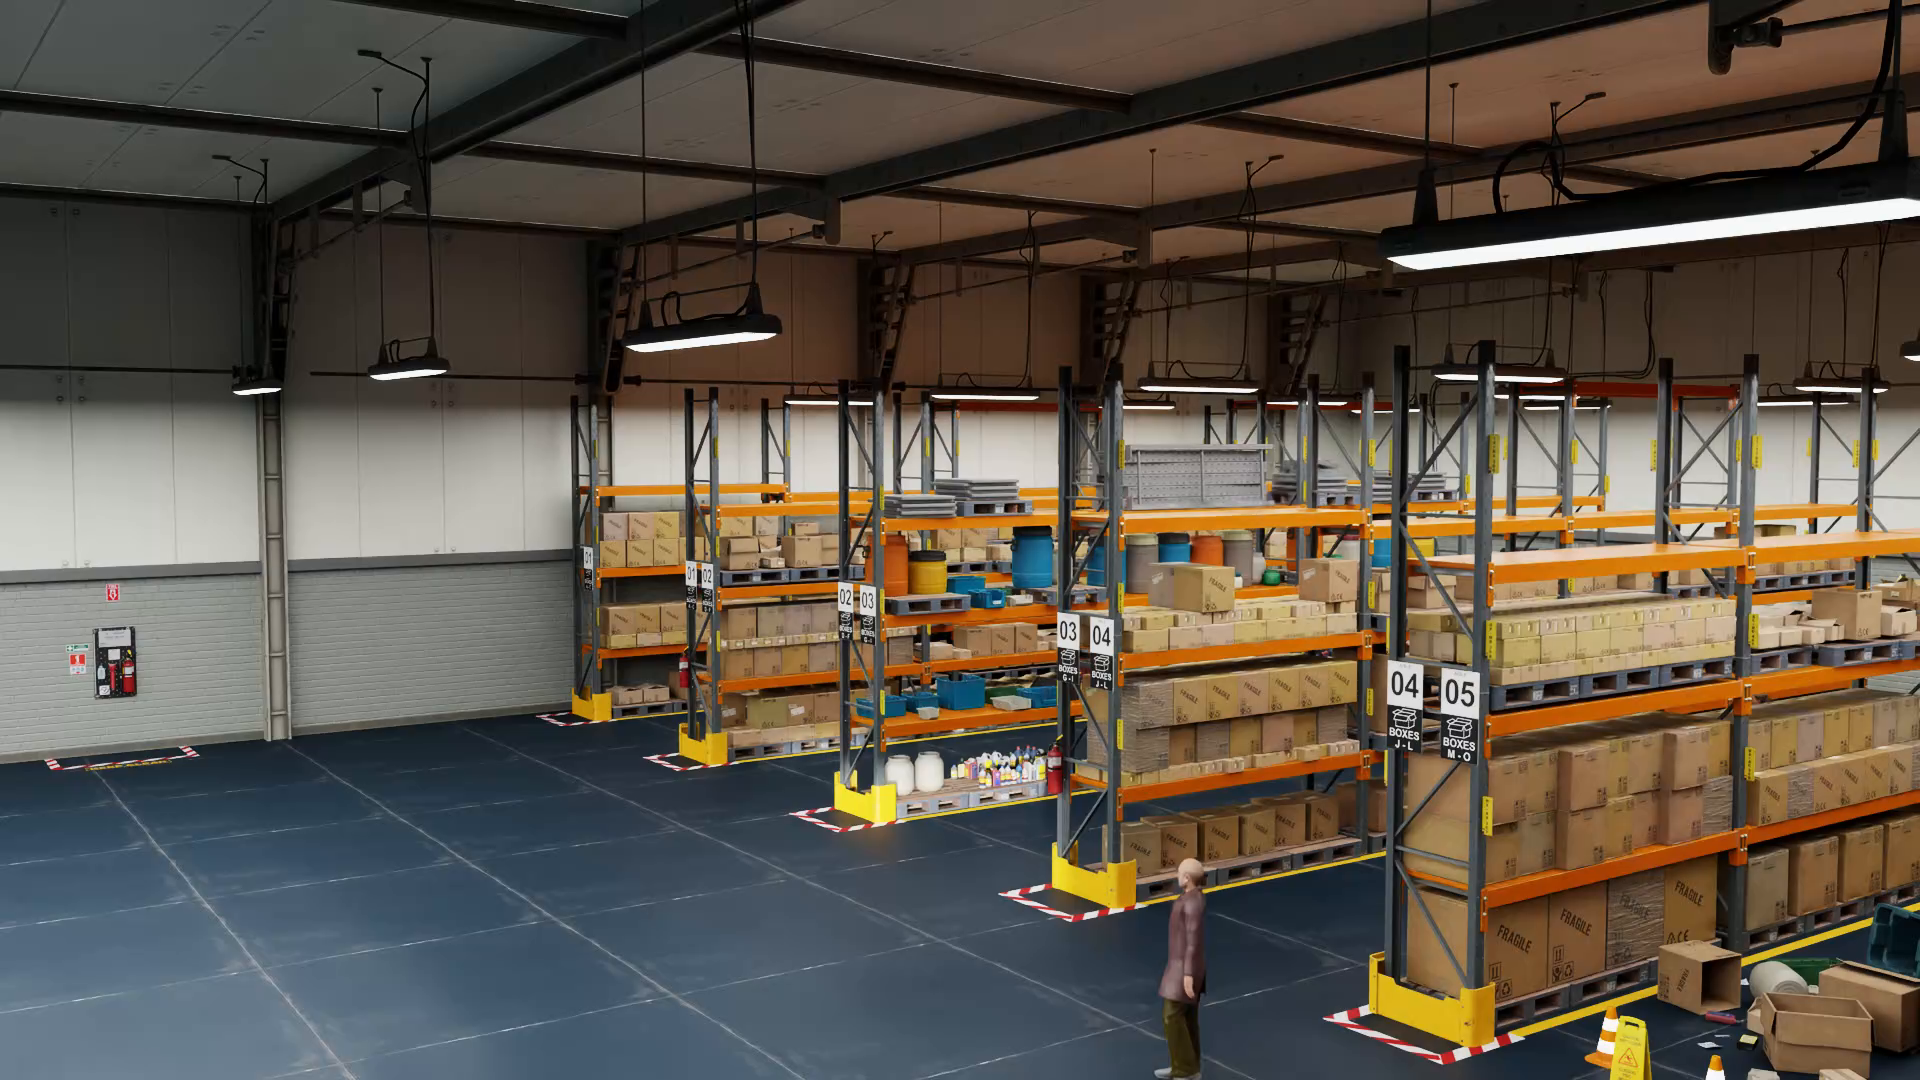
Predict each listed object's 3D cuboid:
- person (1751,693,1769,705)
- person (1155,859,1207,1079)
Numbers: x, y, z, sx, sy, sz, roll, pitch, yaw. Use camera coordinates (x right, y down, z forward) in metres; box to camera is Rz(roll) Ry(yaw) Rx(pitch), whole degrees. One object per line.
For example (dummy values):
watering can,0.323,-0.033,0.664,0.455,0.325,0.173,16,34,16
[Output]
person,11.201,2.932,23.524,0.553,1.653,0.423,-1,4,-23
person,1.769,3.473,13.344,0.405,1.813,0.692,1,4,11
